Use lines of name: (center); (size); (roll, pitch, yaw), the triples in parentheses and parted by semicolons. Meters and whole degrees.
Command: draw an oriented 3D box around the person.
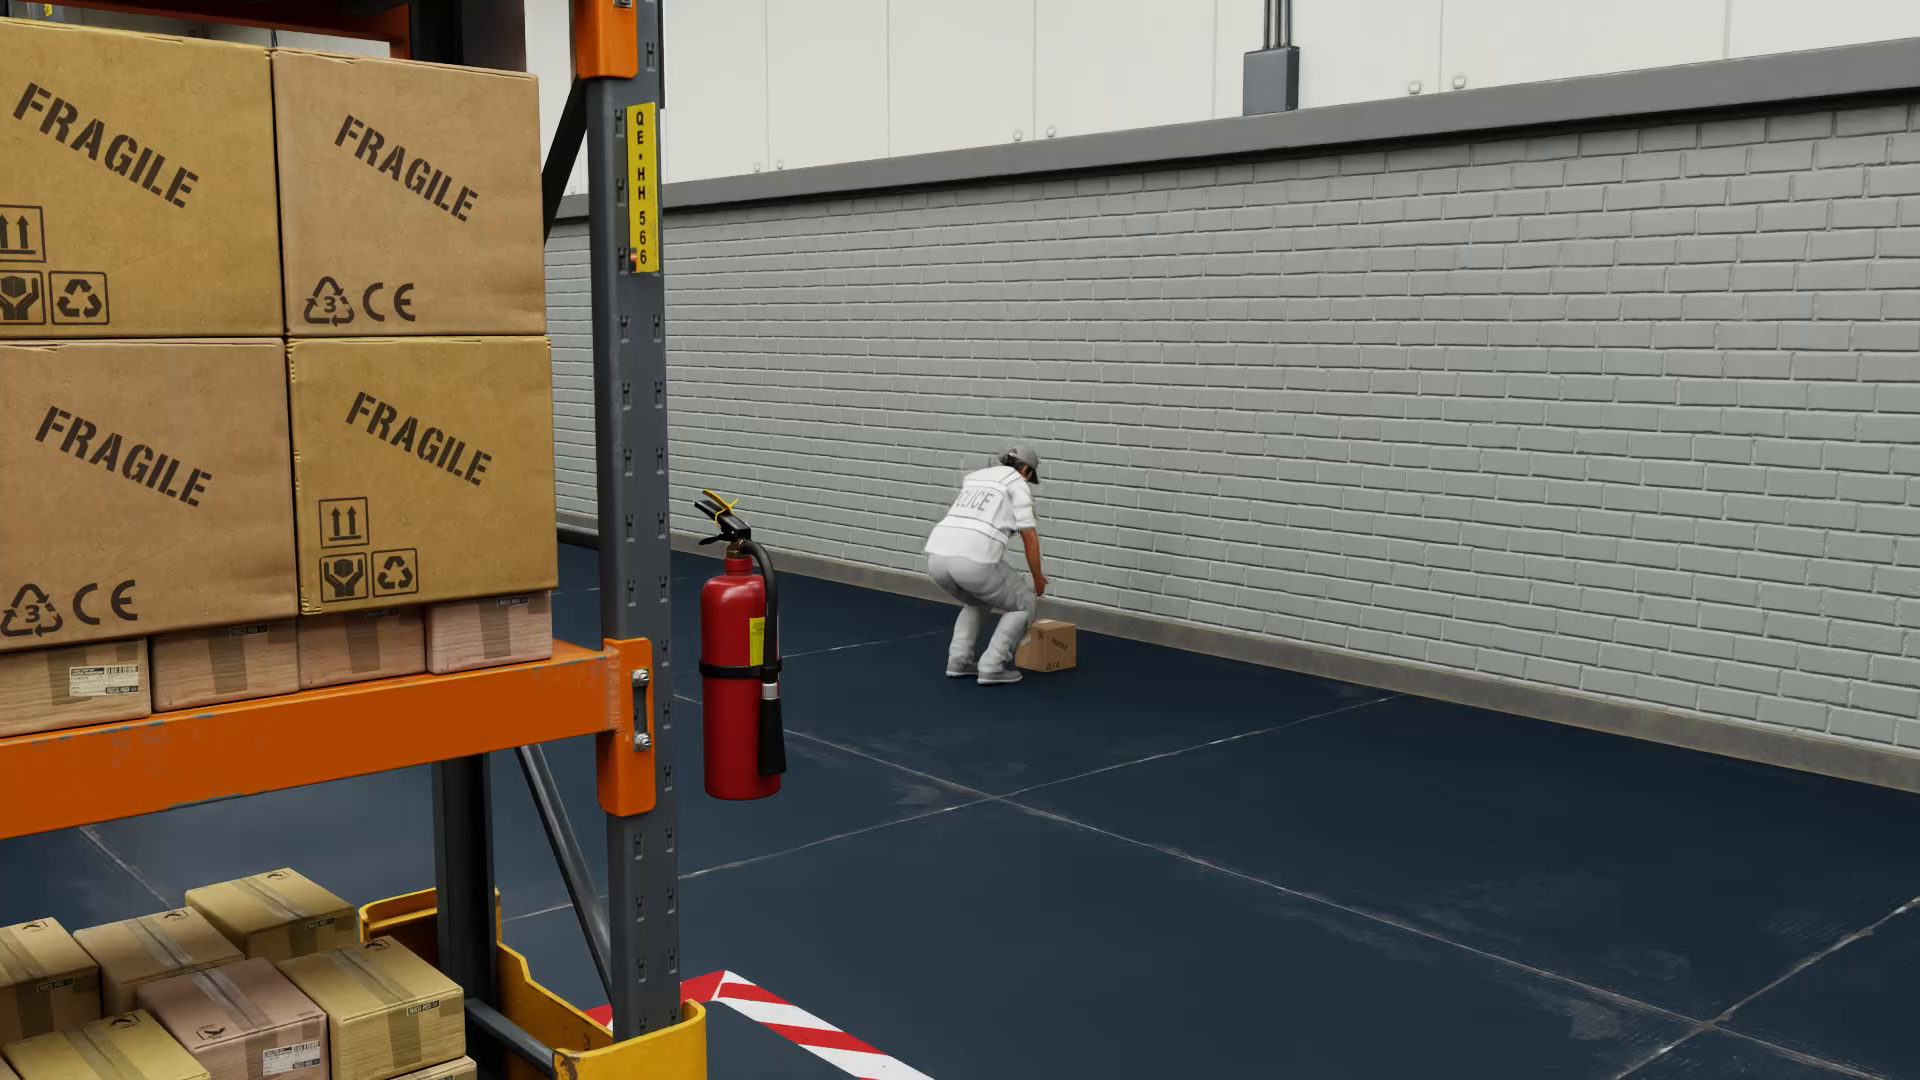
person: (0.154, 0.129, 9.255); (0.774, 1.294, 0.536); (-7, 10, -41)
